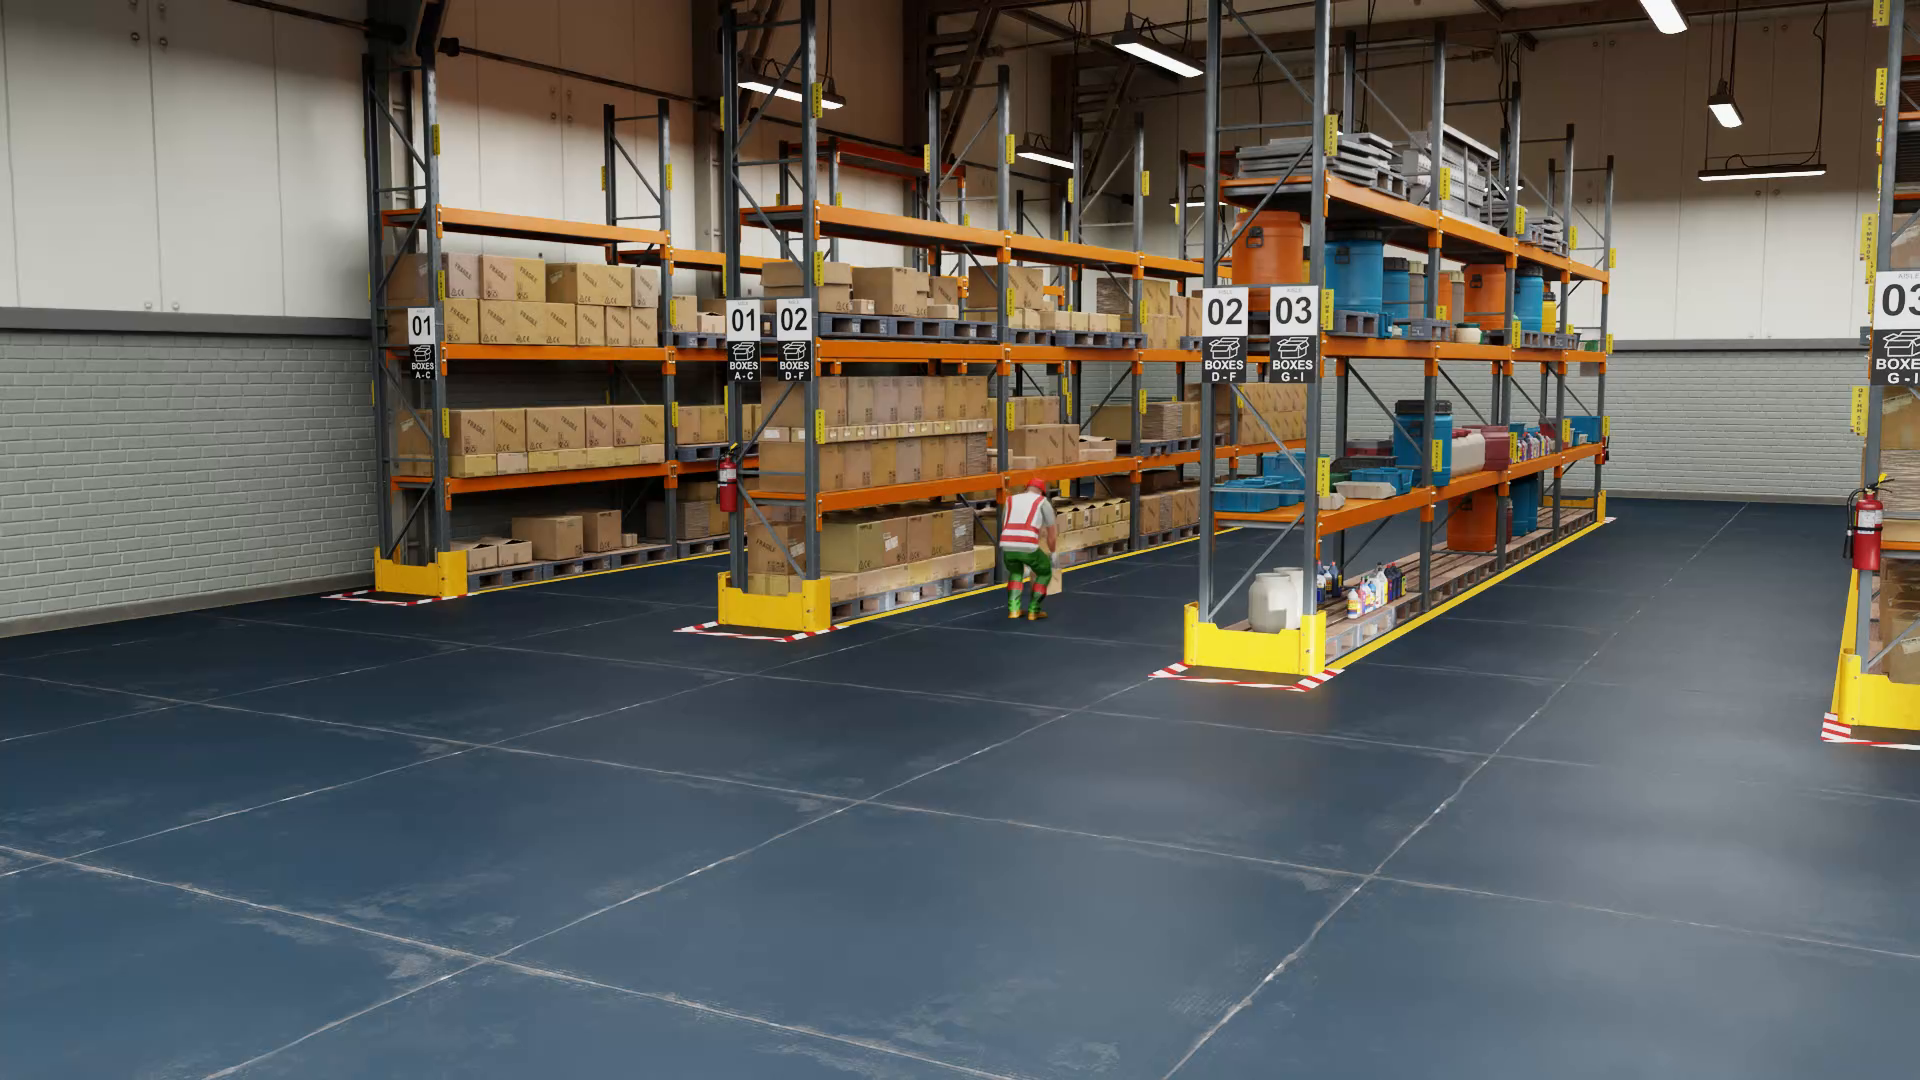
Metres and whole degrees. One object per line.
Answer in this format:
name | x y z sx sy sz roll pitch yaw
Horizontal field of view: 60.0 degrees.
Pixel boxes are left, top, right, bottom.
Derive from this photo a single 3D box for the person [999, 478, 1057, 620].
person | 0.668 0.083 16.995 0.584 1.414 0.765 3 7 29
